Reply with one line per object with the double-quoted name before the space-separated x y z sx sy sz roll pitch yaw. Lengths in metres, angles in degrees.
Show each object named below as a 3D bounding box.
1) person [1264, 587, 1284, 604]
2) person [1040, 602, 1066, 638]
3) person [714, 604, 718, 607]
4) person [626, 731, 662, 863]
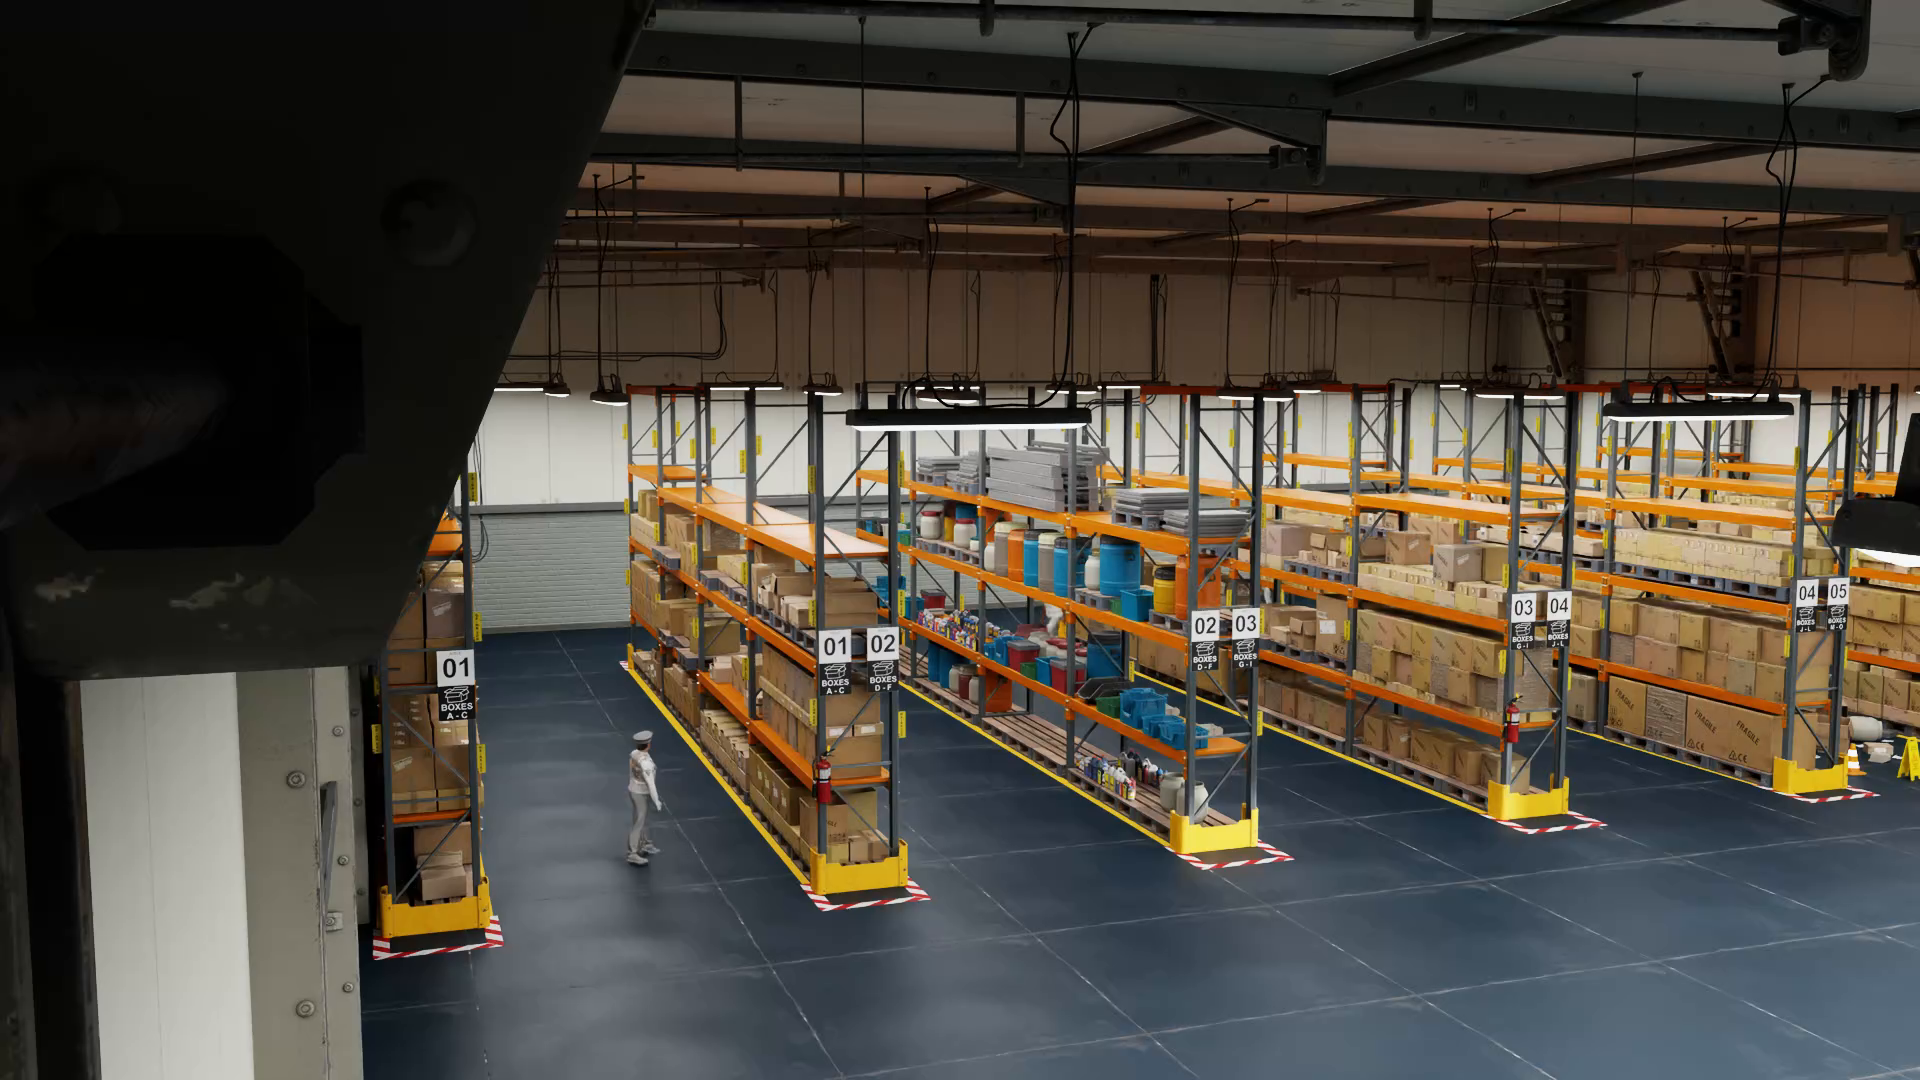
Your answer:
"person" 8.187 0.950 43.510 0.600 1.746 0.798 4 7 32
"person" 1.973 1.683 36.509 0.615 1.757 0.600 -3 7 -28
"person" -5.700 1.577 37.971 0.477 1.636 1.017 -2 6 -21
"person" -4.086 3.301 21.450 0.507 1.709 0.620 -2 6 -18
